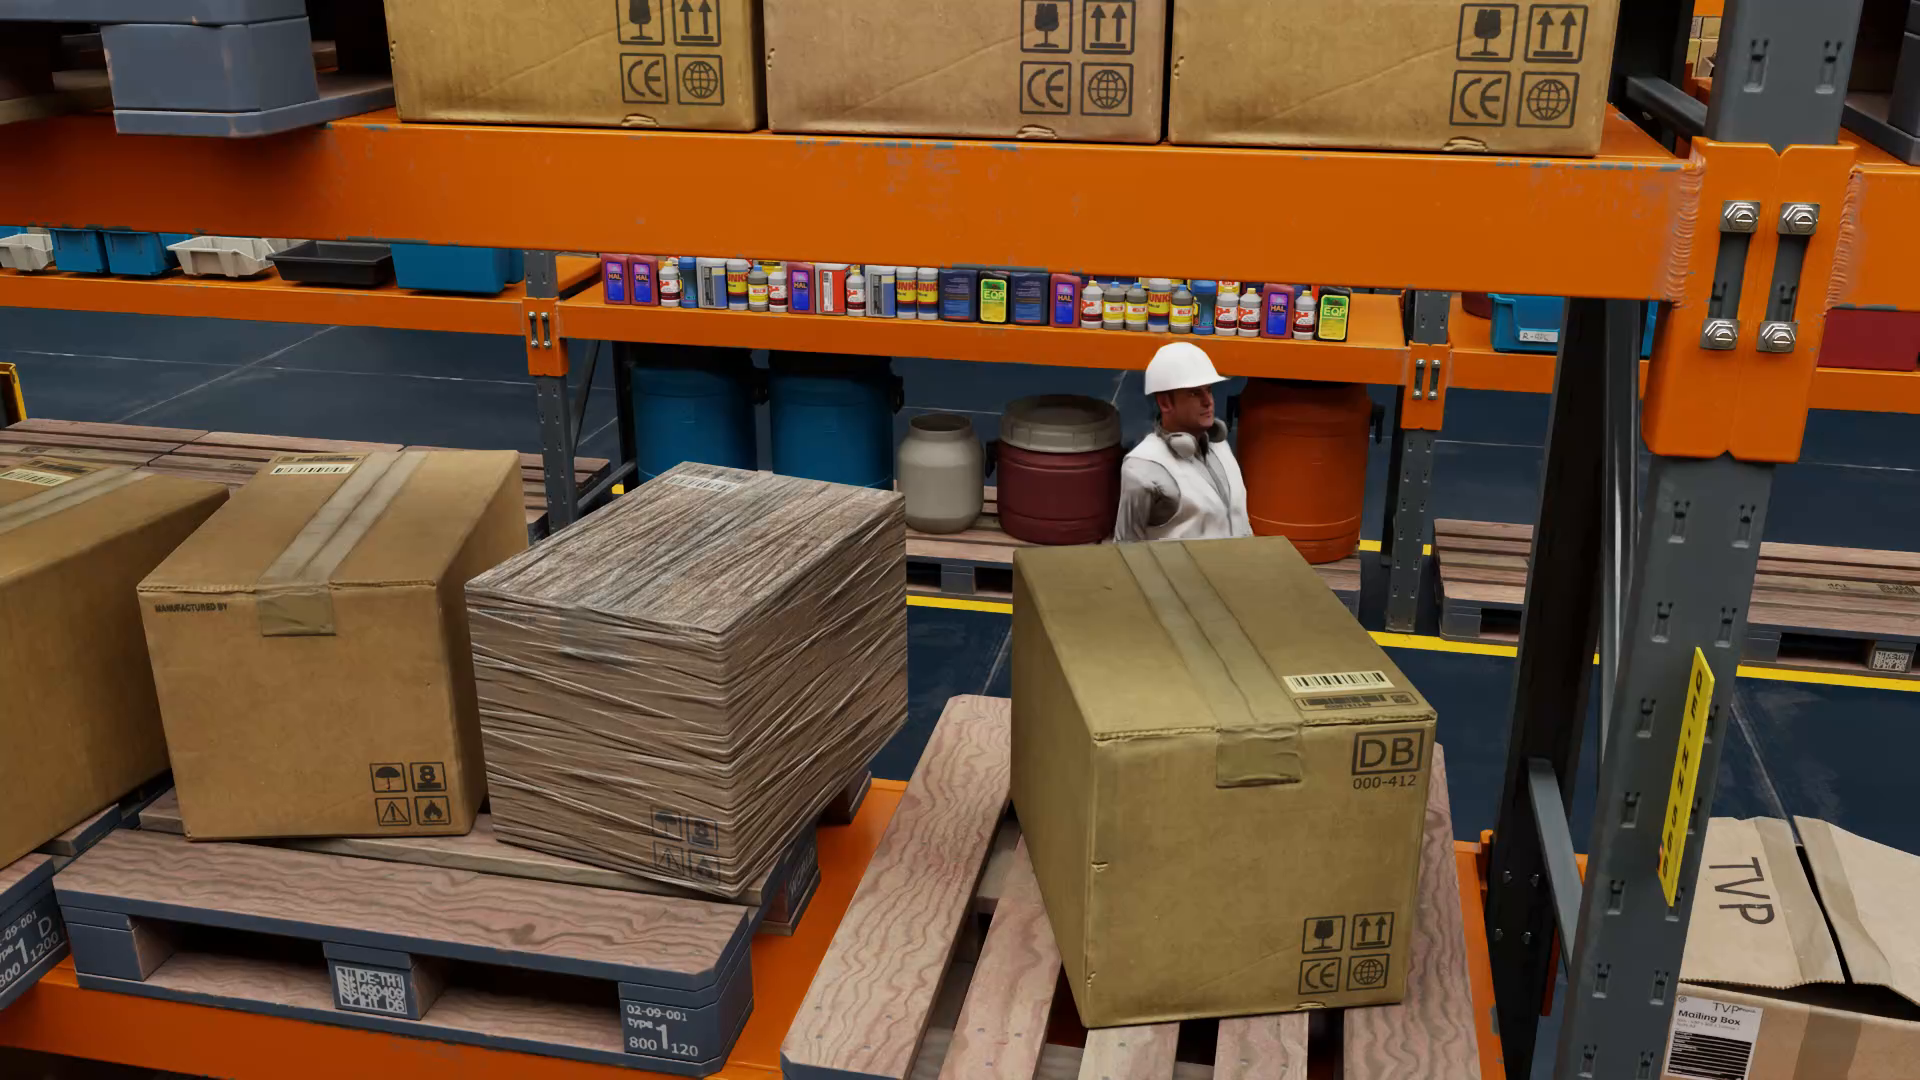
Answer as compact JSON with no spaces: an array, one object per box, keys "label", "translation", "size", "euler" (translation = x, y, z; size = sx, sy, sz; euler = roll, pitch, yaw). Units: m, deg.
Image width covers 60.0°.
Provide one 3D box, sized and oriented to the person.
[{"label":"person","translation":[0.795,0.195,5.559],"size":[1.032,1.724,0.539],"euler":[15,26,33]}]
